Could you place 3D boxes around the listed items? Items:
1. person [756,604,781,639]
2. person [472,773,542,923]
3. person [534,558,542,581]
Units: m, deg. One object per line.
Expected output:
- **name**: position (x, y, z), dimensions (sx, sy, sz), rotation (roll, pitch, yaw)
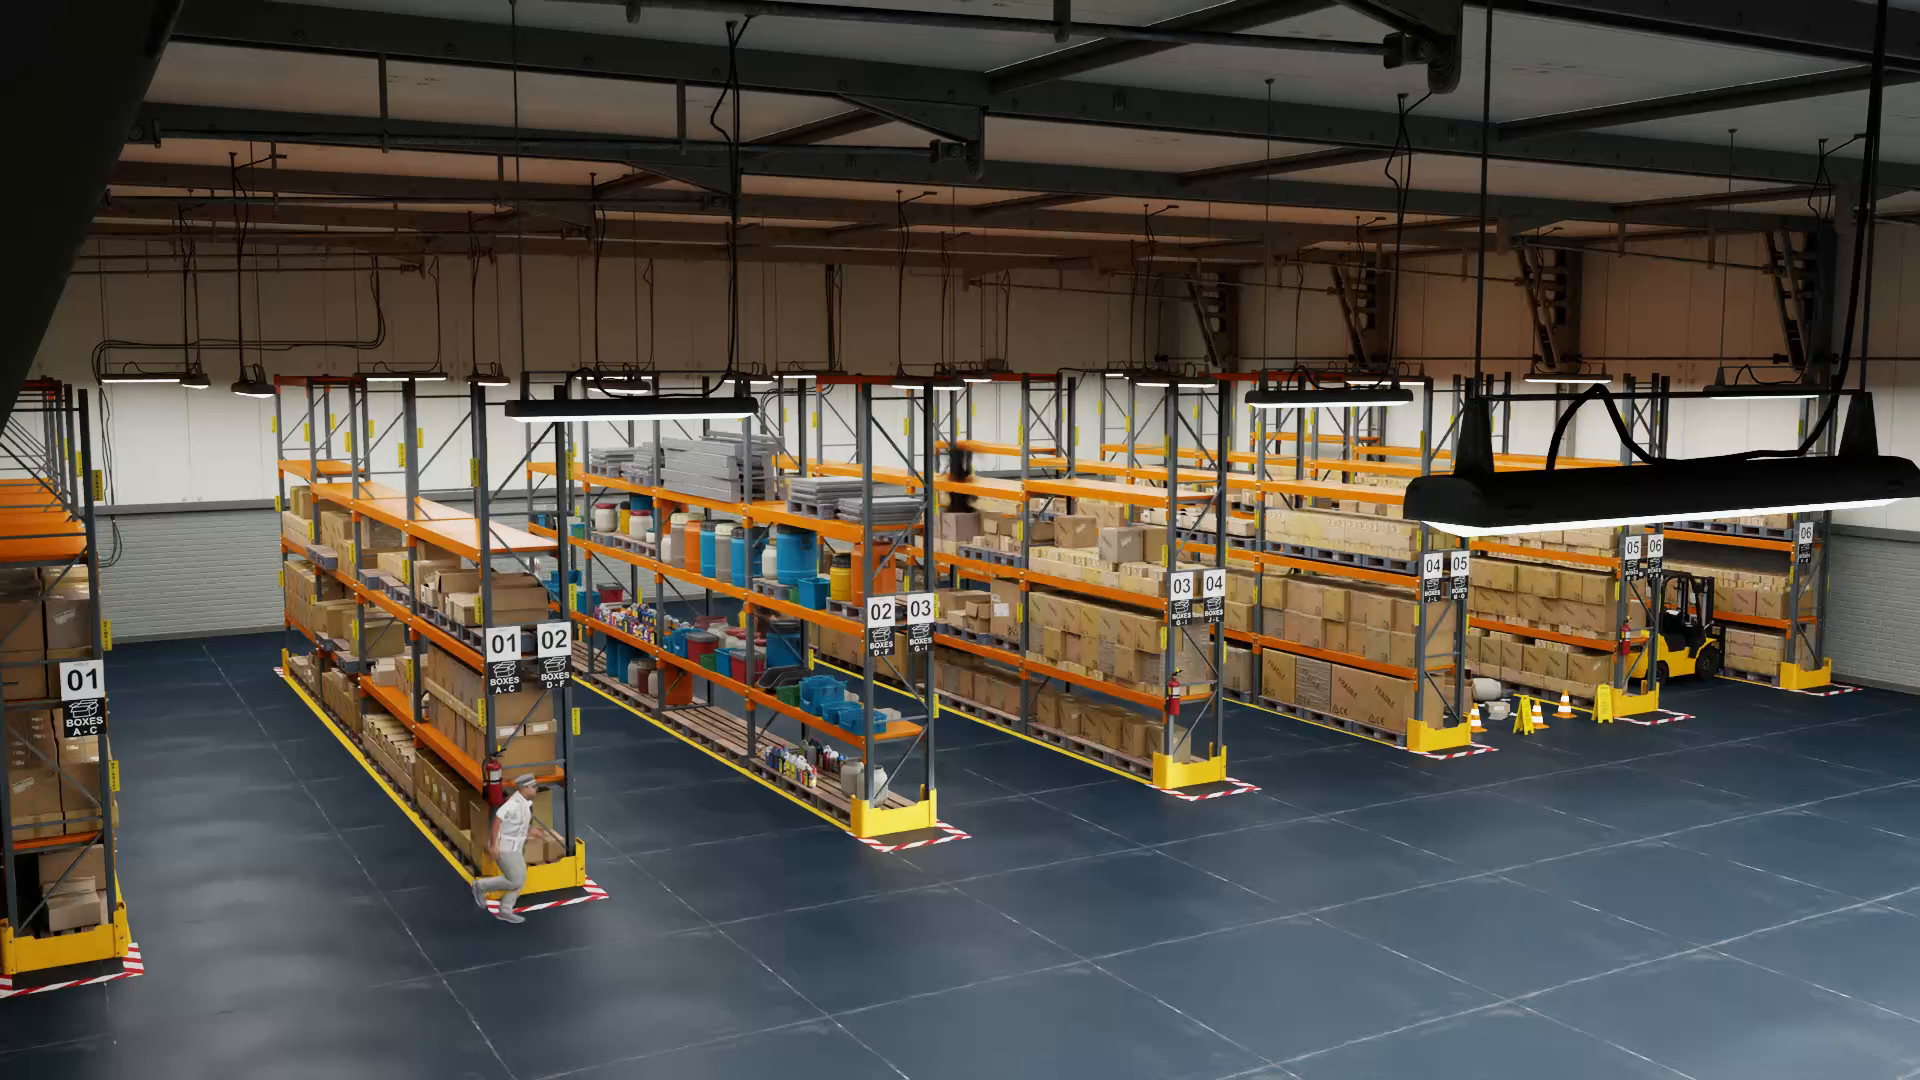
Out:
- **person**: position (-3.950, 1.750, 34.341), dimensions (0.699, 1.666, 0.853), rotation (-5, 8, -38)
- **person**: position (-5.100, 3.465, 18.711), dimensions (0.761, 1.705, 0.666), rotation (0, 6, -4)
- **person**: position (-9.657, 1.295, 37.778), dimensions (0.977, 1.747, 0.682), rotation (0, 6, 1)
